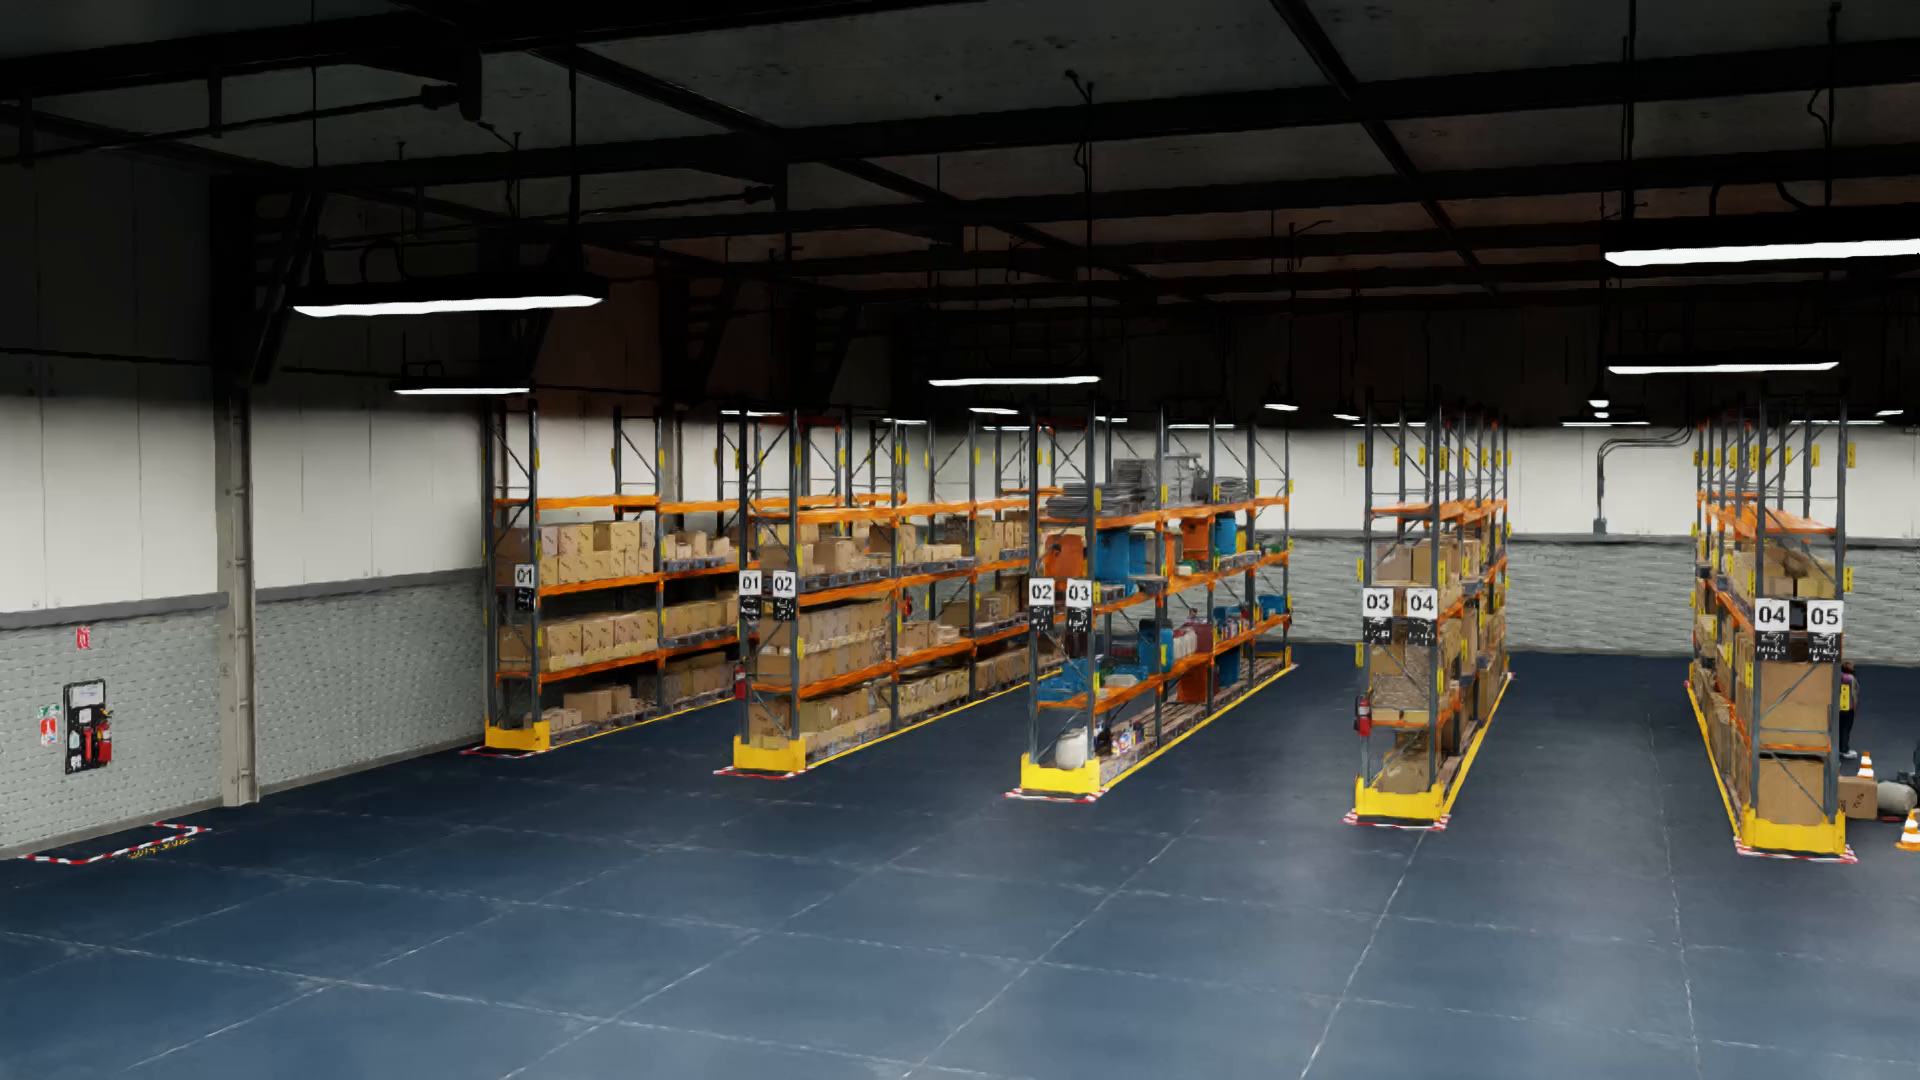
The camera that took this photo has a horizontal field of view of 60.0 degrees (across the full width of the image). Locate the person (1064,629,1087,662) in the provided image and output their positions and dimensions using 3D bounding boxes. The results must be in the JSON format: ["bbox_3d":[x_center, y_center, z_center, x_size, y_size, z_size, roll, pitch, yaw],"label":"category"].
[{"bbox_3d":[2.486,2.393,35.313,0.598,1.698,1.193,1,3,24],"label":"person"}]

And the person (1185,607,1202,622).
[{"bbox_3d":[5.352,2.326,38.094,0.478,1.566,0.987,2,3,31],"label":"person"}]

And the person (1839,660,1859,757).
[{"bbox_3d":[14.901,2.814,27.906,0.406,1.600,0.468,0,3,-8],"label":"person"}]
